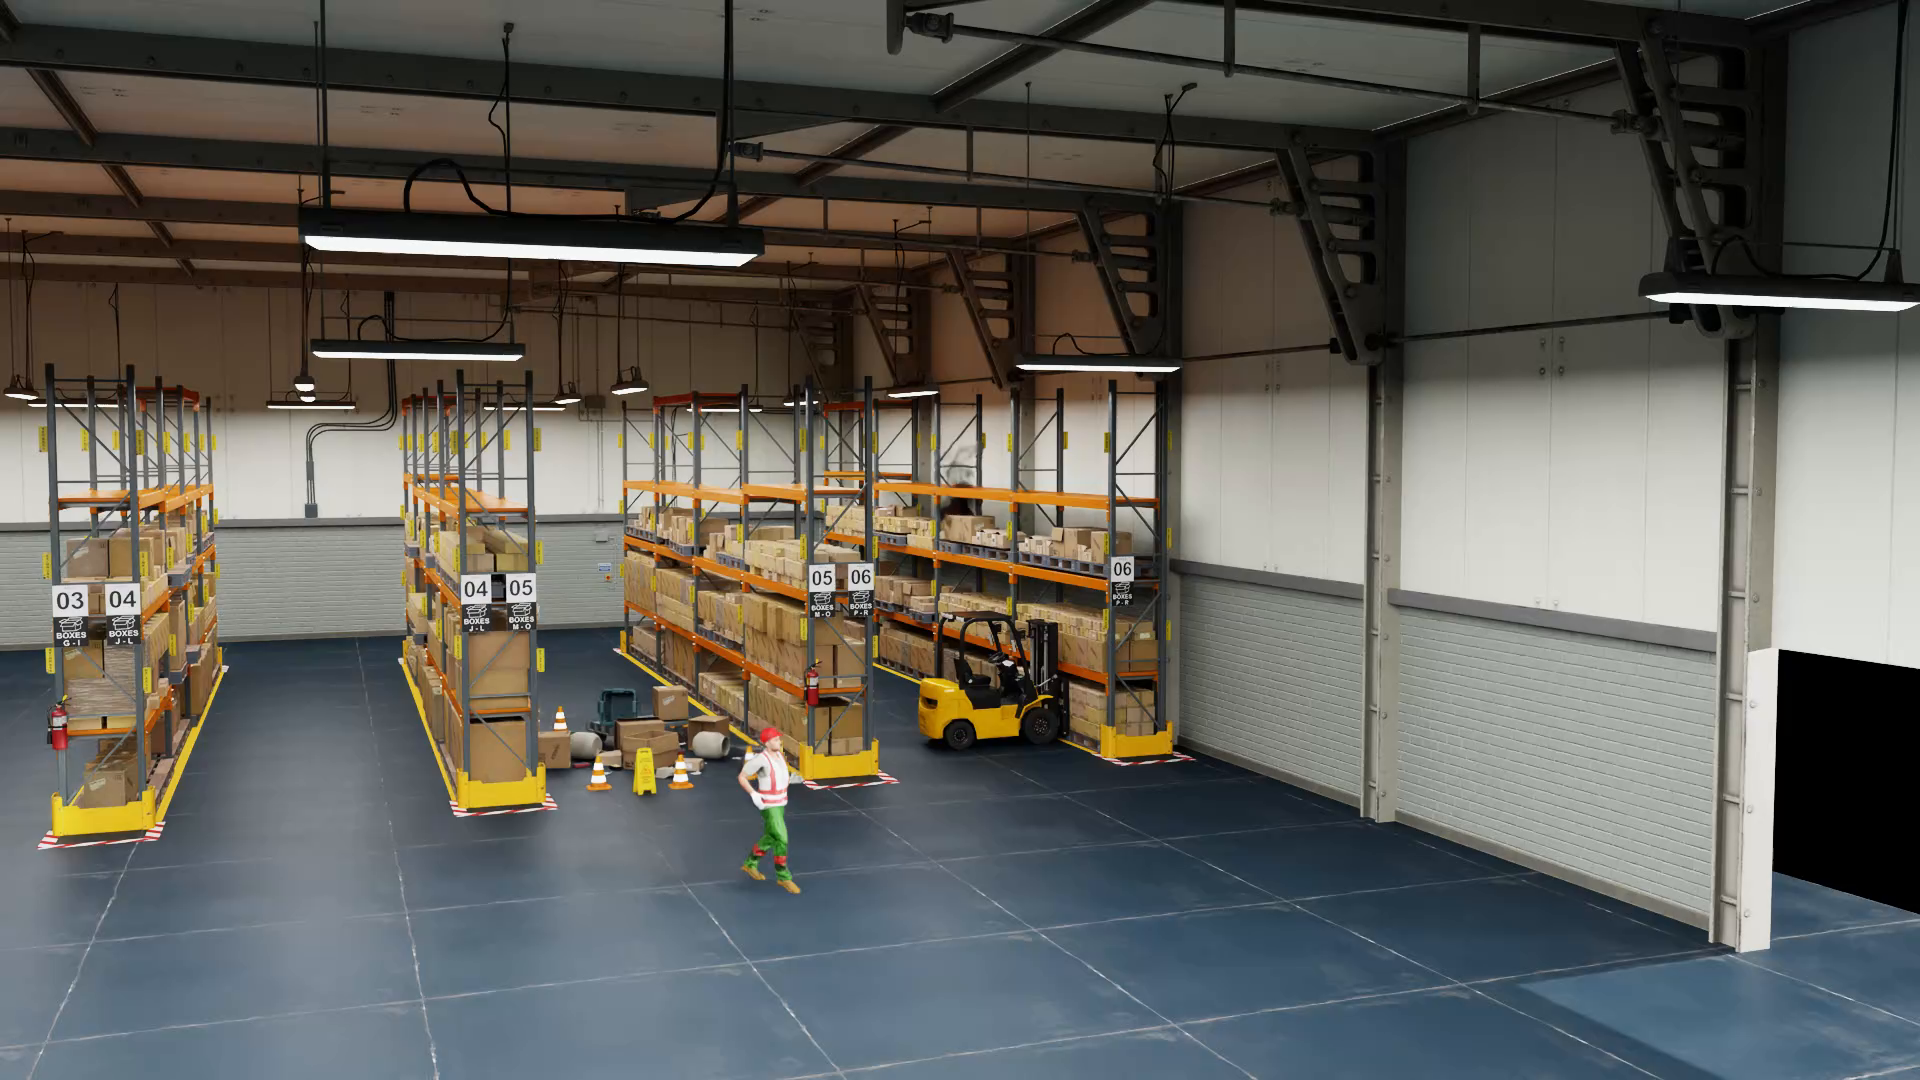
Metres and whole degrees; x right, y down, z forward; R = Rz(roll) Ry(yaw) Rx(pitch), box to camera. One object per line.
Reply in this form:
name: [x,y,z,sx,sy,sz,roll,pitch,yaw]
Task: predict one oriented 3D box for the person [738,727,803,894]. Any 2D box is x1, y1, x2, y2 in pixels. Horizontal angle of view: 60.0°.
person: [-2.123,3.008,18.666,0.814,1.824,0.640,1,4,22]
